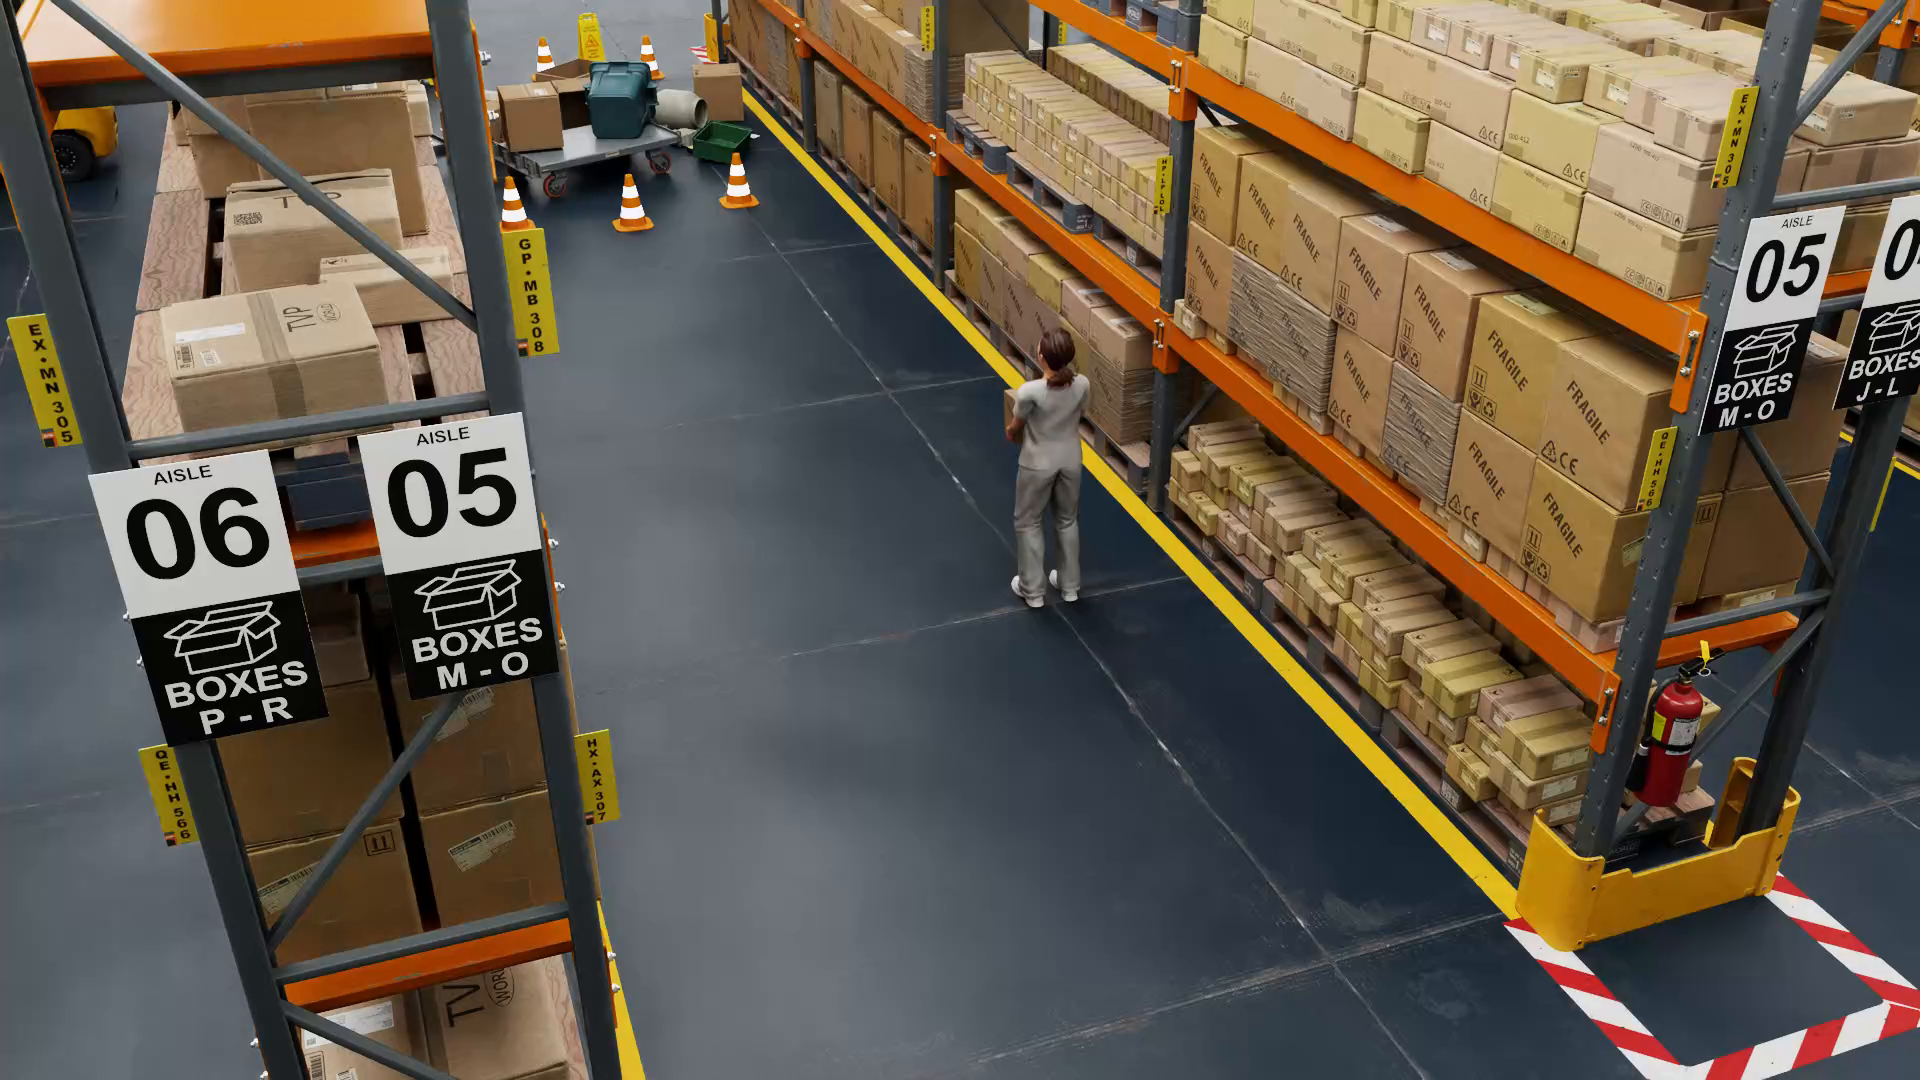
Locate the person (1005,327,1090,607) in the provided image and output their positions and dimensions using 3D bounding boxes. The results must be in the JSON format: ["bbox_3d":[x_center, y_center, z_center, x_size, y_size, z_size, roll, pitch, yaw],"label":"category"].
[{"bbox_3d":[0.468,-0.429,9.102,0.436,1.659,0.554,-10,31,-17],"label":"person"}]
